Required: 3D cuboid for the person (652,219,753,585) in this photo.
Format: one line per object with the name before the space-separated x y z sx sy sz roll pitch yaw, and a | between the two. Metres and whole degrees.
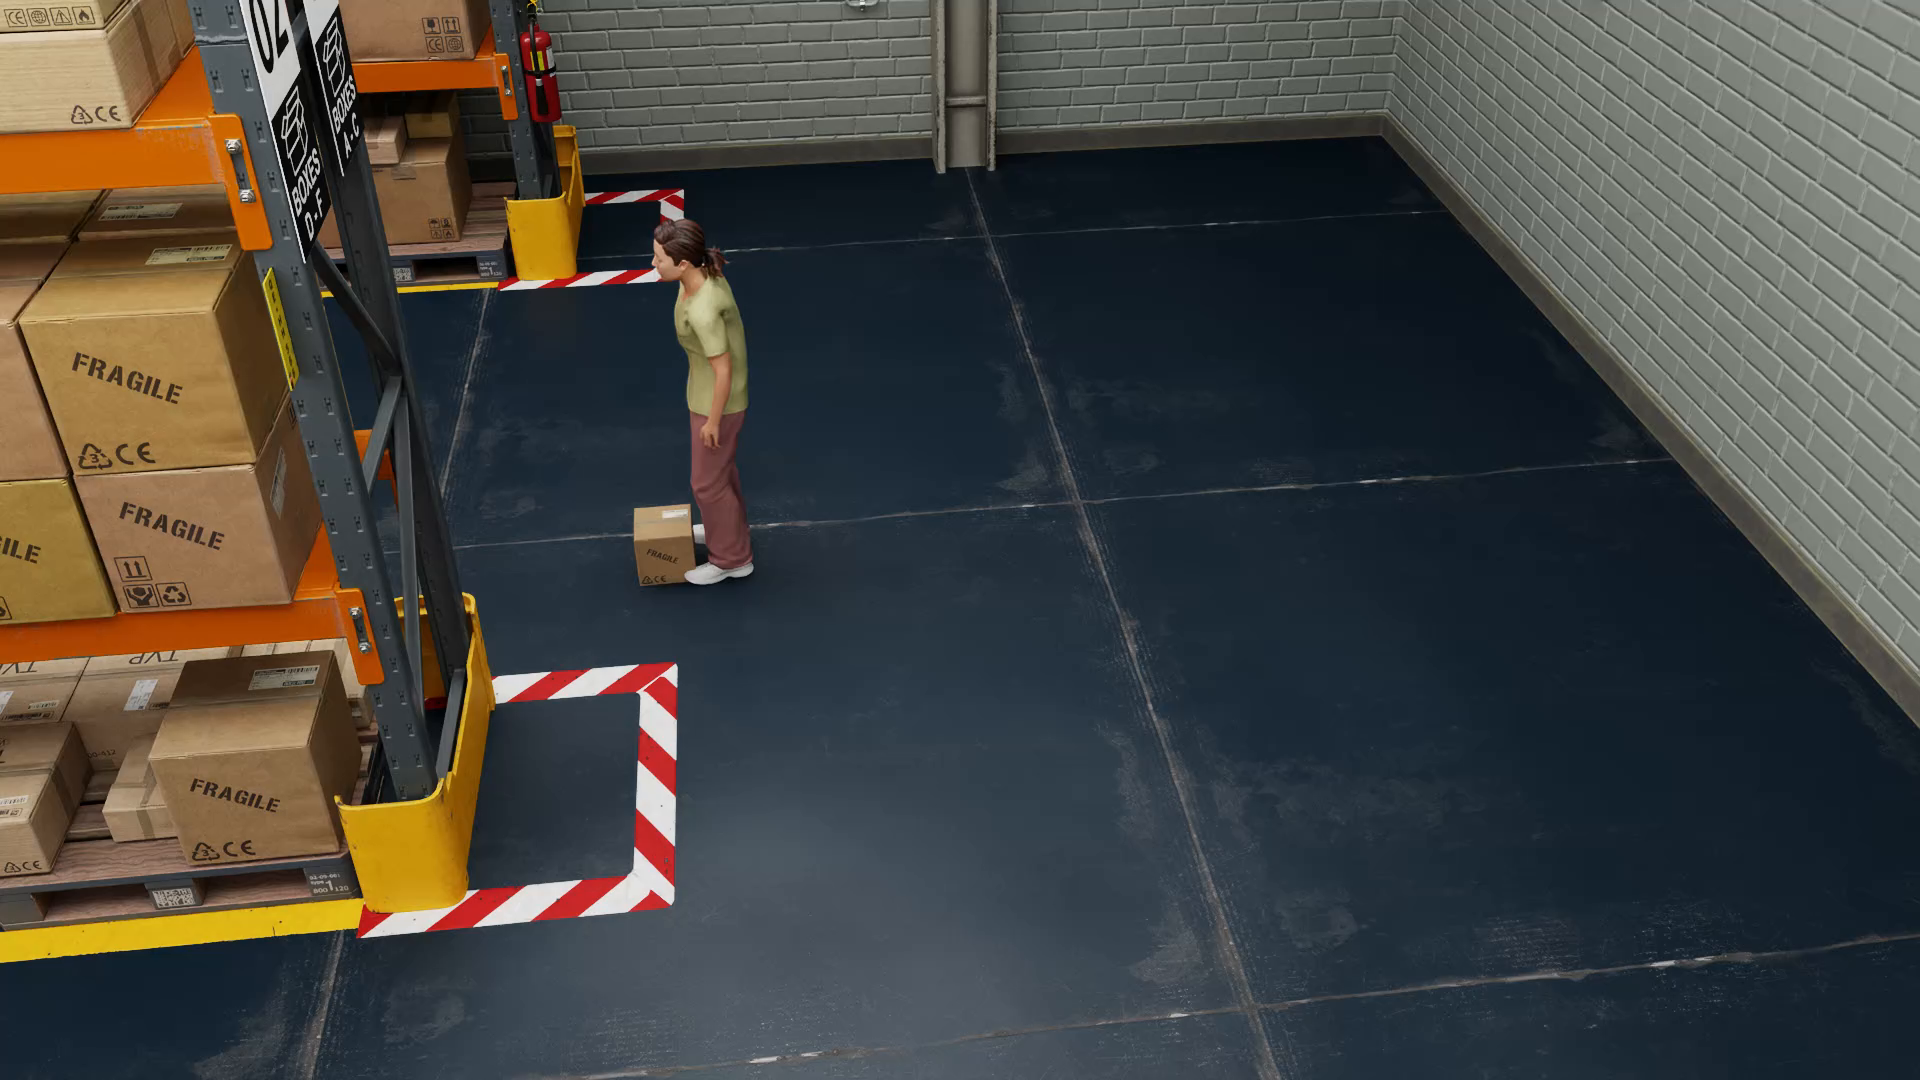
person | -1.060 -0.581 6.979 0.359 1.672 0.521 -6 35 -9
